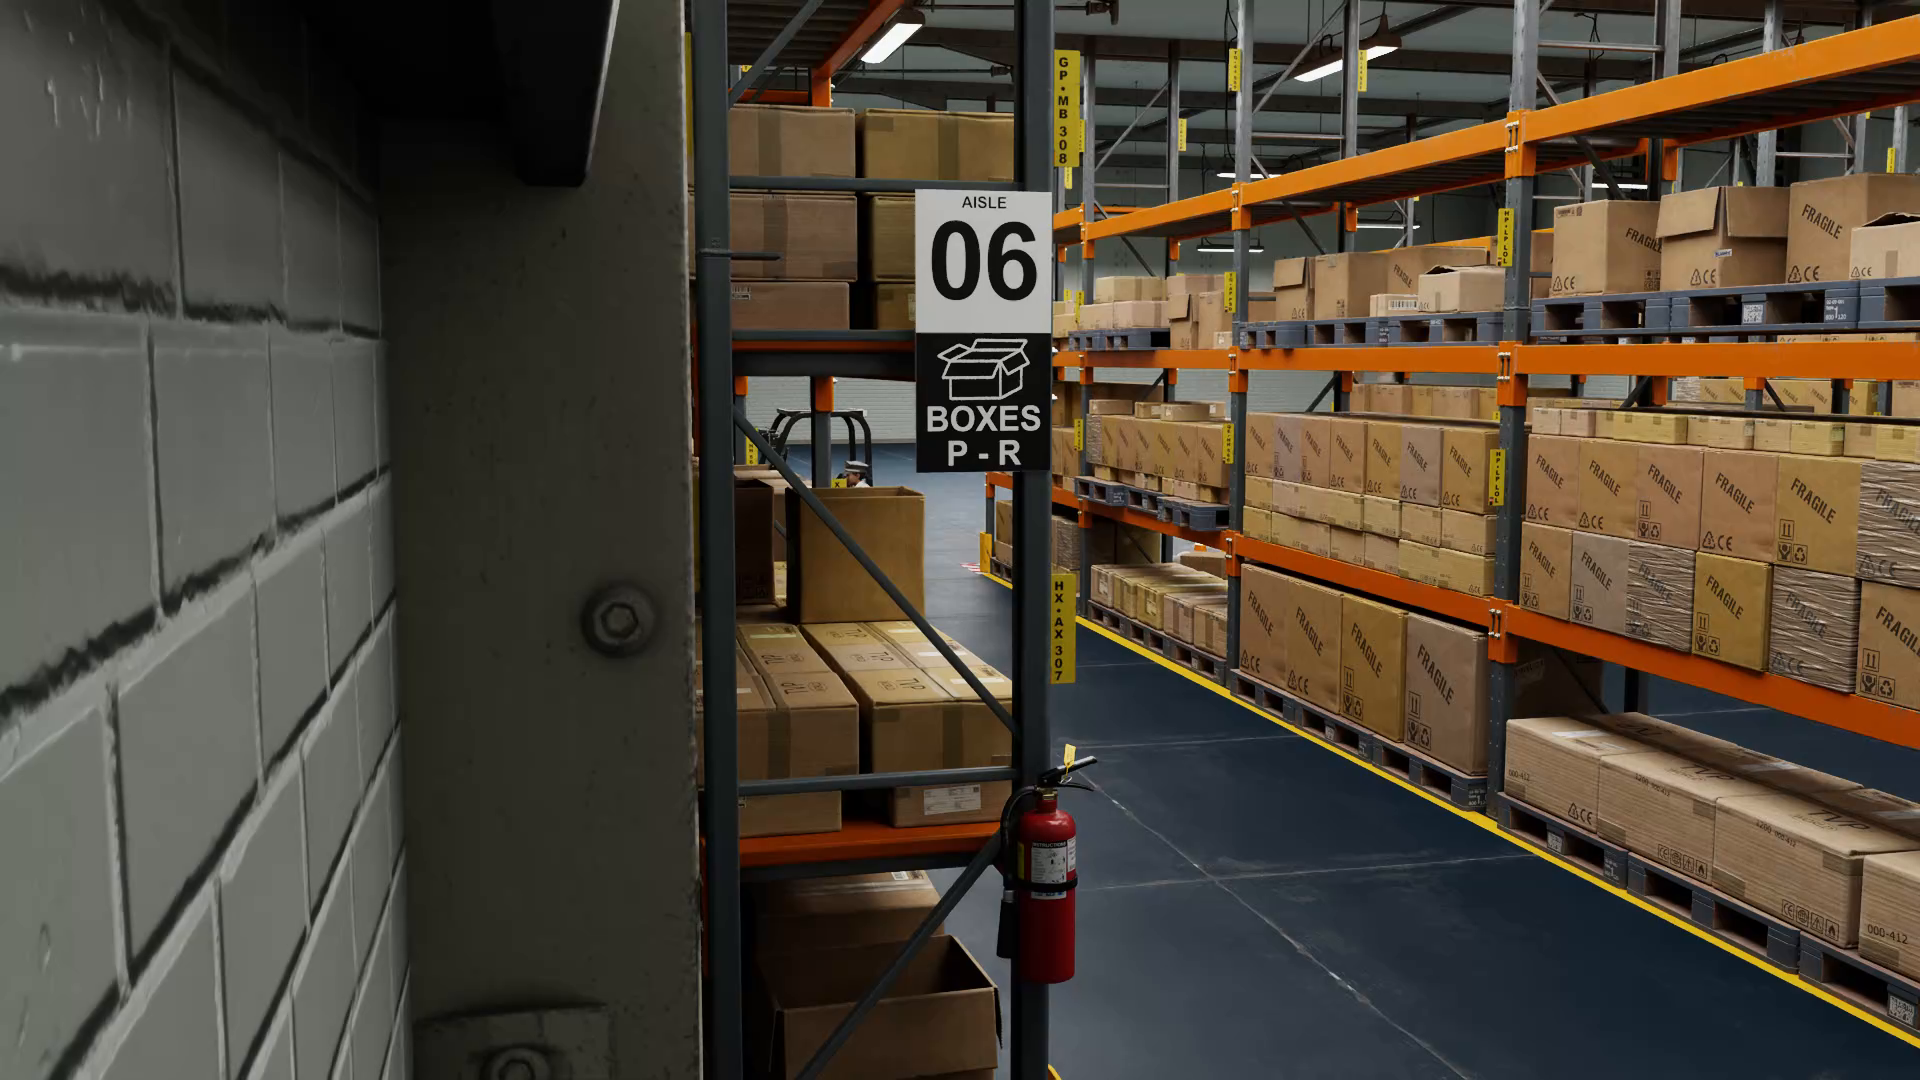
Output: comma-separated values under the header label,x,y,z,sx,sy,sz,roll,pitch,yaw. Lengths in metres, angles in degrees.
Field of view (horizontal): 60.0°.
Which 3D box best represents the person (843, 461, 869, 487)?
label,x,y,z,sx,sy,sz,roll,pitch,yaw
person,-1.048,-0.004,17.493,0.370,1.666,0.545,-2,6,-16
